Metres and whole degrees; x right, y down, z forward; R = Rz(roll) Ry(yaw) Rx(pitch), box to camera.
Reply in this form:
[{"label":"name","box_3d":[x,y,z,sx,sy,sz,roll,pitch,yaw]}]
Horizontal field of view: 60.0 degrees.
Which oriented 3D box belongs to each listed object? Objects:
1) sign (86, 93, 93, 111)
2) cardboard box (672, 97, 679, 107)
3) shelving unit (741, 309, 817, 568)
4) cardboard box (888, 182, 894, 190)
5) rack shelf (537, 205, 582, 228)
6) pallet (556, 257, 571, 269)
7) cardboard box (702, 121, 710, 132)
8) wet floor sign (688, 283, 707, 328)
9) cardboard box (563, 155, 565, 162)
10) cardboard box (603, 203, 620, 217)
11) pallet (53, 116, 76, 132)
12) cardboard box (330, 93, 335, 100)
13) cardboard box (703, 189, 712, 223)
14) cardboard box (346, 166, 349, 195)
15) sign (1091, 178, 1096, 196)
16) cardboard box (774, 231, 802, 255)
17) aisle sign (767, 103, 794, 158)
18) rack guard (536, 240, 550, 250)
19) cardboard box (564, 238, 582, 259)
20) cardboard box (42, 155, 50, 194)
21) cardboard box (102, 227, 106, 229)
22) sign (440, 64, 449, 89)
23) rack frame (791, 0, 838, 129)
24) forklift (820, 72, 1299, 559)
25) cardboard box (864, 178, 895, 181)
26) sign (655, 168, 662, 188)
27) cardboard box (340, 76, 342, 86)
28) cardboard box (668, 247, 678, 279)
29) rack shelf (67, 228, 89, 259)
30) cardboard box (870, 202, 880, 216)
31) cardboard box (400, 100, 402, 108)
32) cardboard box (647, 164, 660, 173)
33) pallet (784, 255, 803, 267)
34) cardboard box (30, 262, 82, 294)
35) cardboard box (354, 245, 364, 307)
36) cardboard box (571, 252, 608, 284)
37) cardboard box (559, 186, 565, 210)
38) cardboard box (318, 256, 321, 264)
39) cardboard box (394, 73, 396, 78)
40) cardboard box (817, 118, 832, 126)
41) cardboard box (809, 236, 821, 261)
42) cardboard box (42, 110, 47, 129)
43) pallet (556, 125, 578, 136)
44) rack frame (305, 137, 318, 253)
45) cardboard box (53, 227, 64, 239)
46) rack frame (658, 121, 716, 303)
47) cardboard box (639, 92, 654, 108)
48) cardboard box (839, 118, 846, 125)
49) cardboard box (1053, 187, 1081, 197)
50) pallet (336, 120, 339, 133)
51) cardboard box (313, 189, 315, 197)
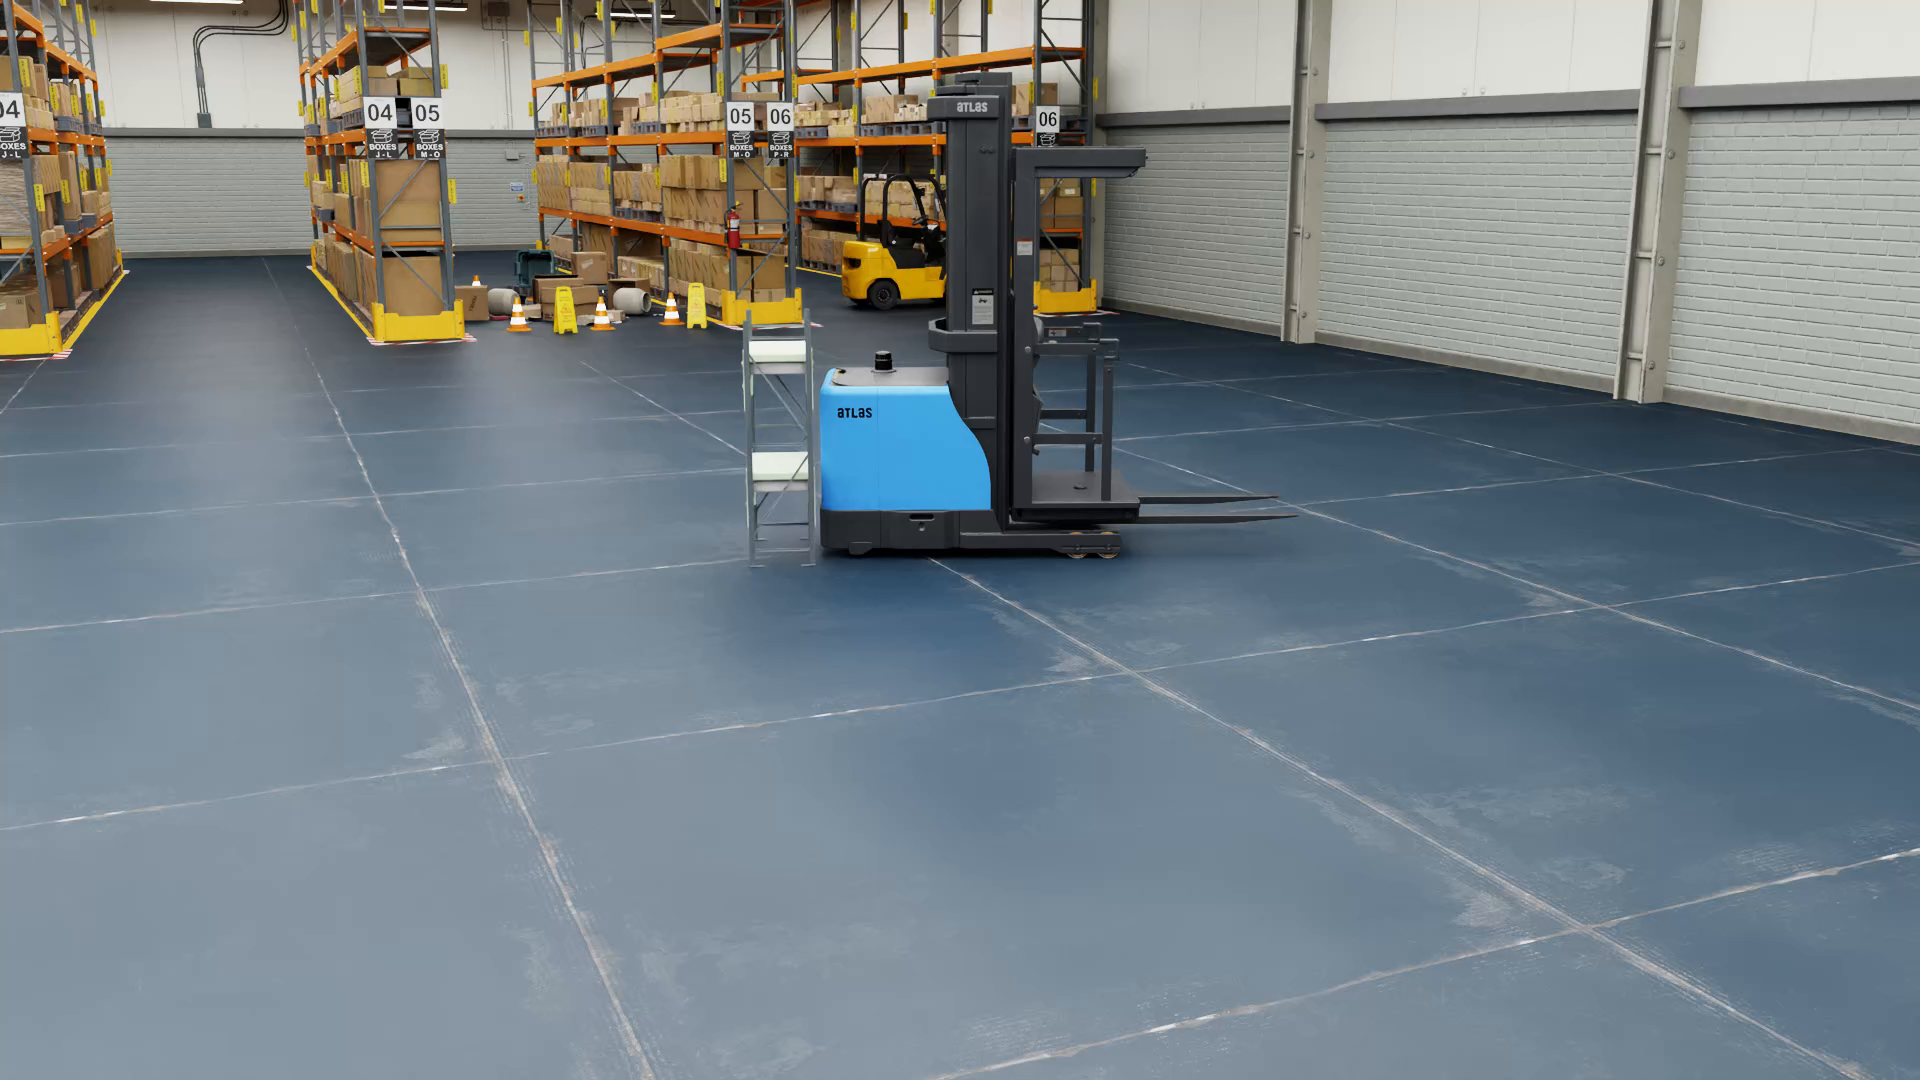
[{"label":"sign","box_3d":[-16.324,-8.206,31.177,0.100,0.325,0.005,-6,14,-23]},{"label":"cardboard box","box_3d":[-4.396,-7.001,26.601,0.380,0.149,0.250,-6,14,-23]},{"label":"shelving unit","box_3d":[-1.120,-0.650,10.354,0.431,1.500,0.755,-1,13,-6]},{"label":"cardboard box","box_3d":[-1.204,-6.813,31.994,0.380,0.149,0.250,-5,14,-22]},{"label":"rack shelf","box_3d":[-8.538,-7.246,37.122,1.077,0.370,4.000,-6,14,-23]},{"label":"pallet","box_3d":[-8.463,-6.242,37.370,1.003,0.211,1.213,-6,14,-23]},{"label":"cardboard box","box_3d":[-3.718,-6.304,25.359,0.380,0.149,0.250,-6,14,-23]},{"label":"wet floor sign","box_3d":[-3.835,-3.421,24.222,0.267,0.644,0.232,-1,13,-4]},{"label":"cardboard box","box_3d":[-8.367,-8.238,35.932,0.380,0.149,0.250,-6,14,-23]},{"label":"cardboard box","box_3d":[-6.575,-6.365,32.052,0.500,0.250,0.500,-6,14,-25]},{"label":"pallet","box_3d":[-13.762,-6.143,24.523,1.213,0.211,1.003,-6,14,-23]},{"label":"cardboard box","box_3d":[-11.030,-7.832,29.487,0.396,0.266,0.258,-6,14,-23]},{"label":"cardboard box","box_3d":[-3.596,-5.089,25.325,0.500,0.500,0.500,-6,14,-23]},{"label":"cardboard box","box_3d":[-9.843,-6.016,27.770,0.700,0.500,0.500,-6,14,-24]},{"label":"sign","box_3d":[2.127,-5.663,26.589,0.100,0.325,0.005,-6,14,-23]},{"label":"cardboard box","box_3d":[-3.912,-6.916,38.713,0.700,0.500,0.500,-6,14,-25]},{"label":"aisle sign","box_3d":[-2.621,-5.986,24.316,0.394,0.787,0.004,-6,14,-23]},{"label":"rack guard","box_3d":[-9.349,-6.797,39.130,1.175,0.500,0.348,-6,14,-23]},{"label":"cardboard box","box_3d":[-8.250,-6.464,36.899,0.875,0.438,0.875,-6,14,-25]},{"label":"cardboard box","box_3d":[-12.377,-4.835,22.011,0.500,0.500,0.500,-6,14,-23]},{"label":"cardboard box","box_3d":[-17.008,-5.602,32.201,0.875,0.875,0.875,-6,14,-23]},{"label":"sign","box_3d":[-6.914,-6.211,22.287,0.100,0.325,0.005,-6,14,-23]},{"label":"rack frame","box_3d":[-3.191,-10.555,36.520,1.000,3.000,0.127,-6,14,-23]},{"label":"forklift","box_3d":[0.628,-1.432,10.556,3.031,2.935,1.130,0,13,-2]},{"label":"cardboard box","box_3d":[-1.651,-7.180,34.087,0.500,0.500,0.500,-5,14,-20]},{"label":"sign","box_3d":[-5.040,-6.044,27.764,0.100,0.325,0.005,-6,14,-23]},{"label":"cardboard box","box_3d":[-9.090,-6.885,24.949,0.380,0.149,0.250,-6,14,-23]},{"label":"cardboard box","box_3d":[-4.544,-4.615,27.661,0.500,0.500,0.500,-5,14,-20]},{"label":"rack shelf","box_3d":[-14.414,-4.698,26.113,1.077,0.370,4.000,-6,14,-23]},{"label":"cardboard box","box_3d":[-1.438,-6.515,32.700,0.500,0.250,0.500,-6,14,-24]},{"label":"cardboard box","box_3d":[-7.774,-6.189,23.711,0.380,0.149,0.250,-6,14,-23]},{"label":"cardboard box","box_3d":[-5.212,-6.461,28.883,0.380,0.149,0.250,-6,14,-25]},{"label":"pallet","box_3d":[-3.465,-6.416,38.124,1.003,0.211,1.213,-6,14,-23]},{"label":"cardboard box","box_3d":[-14.928,-4.322,27.460,0.700,0.500,0.500,-6,15,-26]},{"label":"cardboard box","box_3d":[-8.840,-4.096,25.696,0.875,0.875,0.875,-5,14,-22]},{"label":"cardboard box","box_3d":[-6.152,-4.515,27.589,0.500,0.500,0.500,-6,14,-23]},{"label":"cardboard box","box_3d":[-8.368,-7.411,36.016,0.500,0.500,0.500,-6,14,-24]},{"label":"cardboard box","box_3d":[-13.421,-5.957,35.347,0.380,0.149,0.250,-6,14,-26]},{"label":"cardboard box","box_3d":[-7.980,-6.683,24.076,0.380,0.149,0.250,-5,14,-22]},{"label":"cardboard box","box_3d":[-2.796,-8.812,35.044,0.380,0.149,0.250,-5,14,-22]},{"label":"cardboard box","box_3d":[-2.981,-6.390,36.440,0.500,0.500,0.500,-6,14,-24]},{"label":"cardboard box","box_3d":[-12.782,-5.740,22.697,0.500,0.250,0.500,-6,14,-23]},{"label":"pallet","box_3d":[-8.055,-8.772,35.662,1.003,0.211,1.213,-6,14,-23]},{"label":"rack frame","box_3d":[-13.835,-7.542,36.804,1.000,3.000,0.127,-6,14,-23]},{"label":"cardboard box","box_3d":[-12.918,-4.344,23.545,0.380,0.149,0.250,-6,14,-23]},{"label":"rack frame","box_3d":[-4.533,-5.531,28.114,1.000,3.000,0.127,-6,14,-23]},{"label":"cardboard box","box_3d":[-5.310,-7.684,29.059,0.500,0.250,0.500,-5,14,-22]},{"label":"cardboard box","box_3d":[-2.258,-8.600,34.170,0.380,0.149,0.250,-6,14,-23]},{"label":"cardboard box","box_3d":[1.718,-5.612,26.804,0.380,0.149,0.250,-6,14,-24]},{"label":"pallet","box_3d":[-9.873,-6.900,27.795,1.003,0.211,1.213,-5,14,-20]},{"label":"cardboard box","box_3d":[-12.390,-6.766,32.419,0.380,0.149,0.250,-6,14,-24]}]
